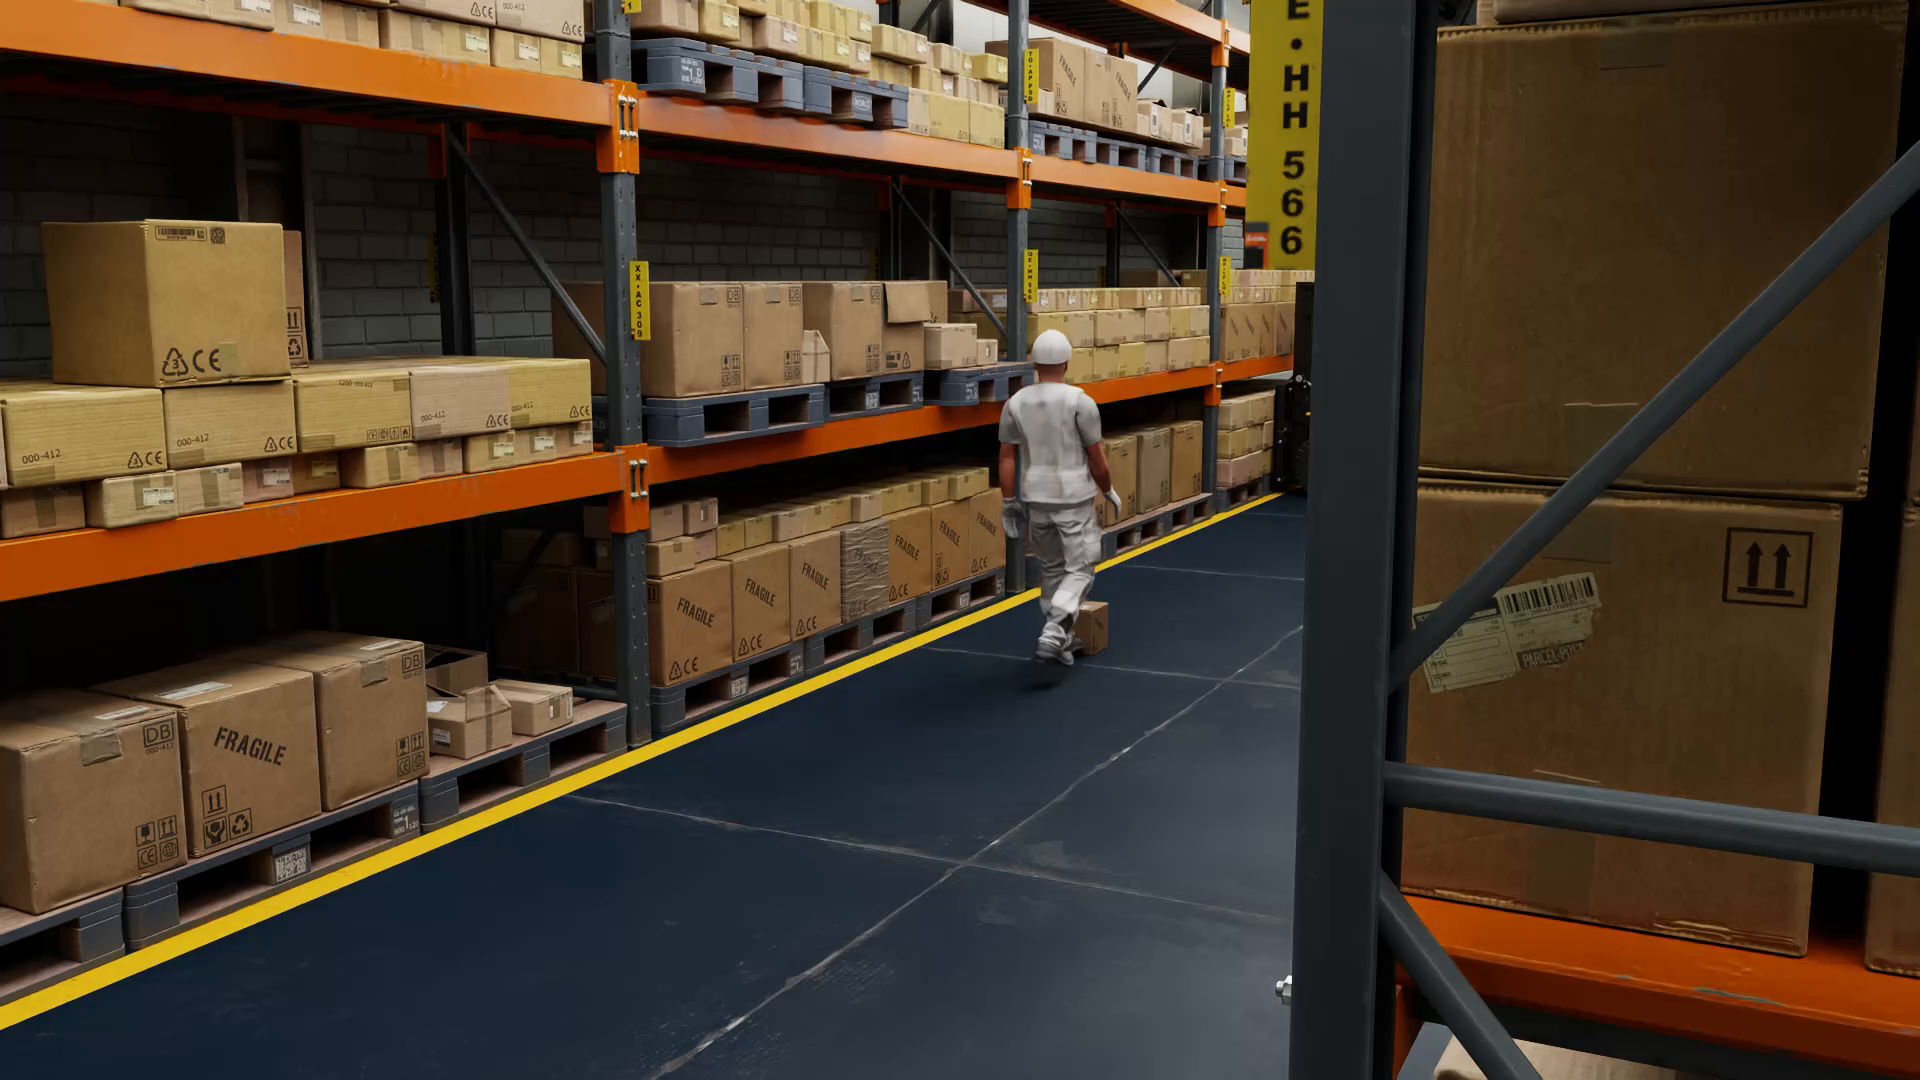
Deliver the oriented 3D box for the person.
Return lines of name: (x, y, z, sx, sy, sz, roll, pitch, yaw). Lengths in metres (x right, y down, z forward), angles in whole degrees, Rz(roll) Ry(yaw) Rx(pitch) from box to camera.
person: (0.523, -0.202, 8.569, 0.556, 1.760, 0.912, 5, 10, 30)
